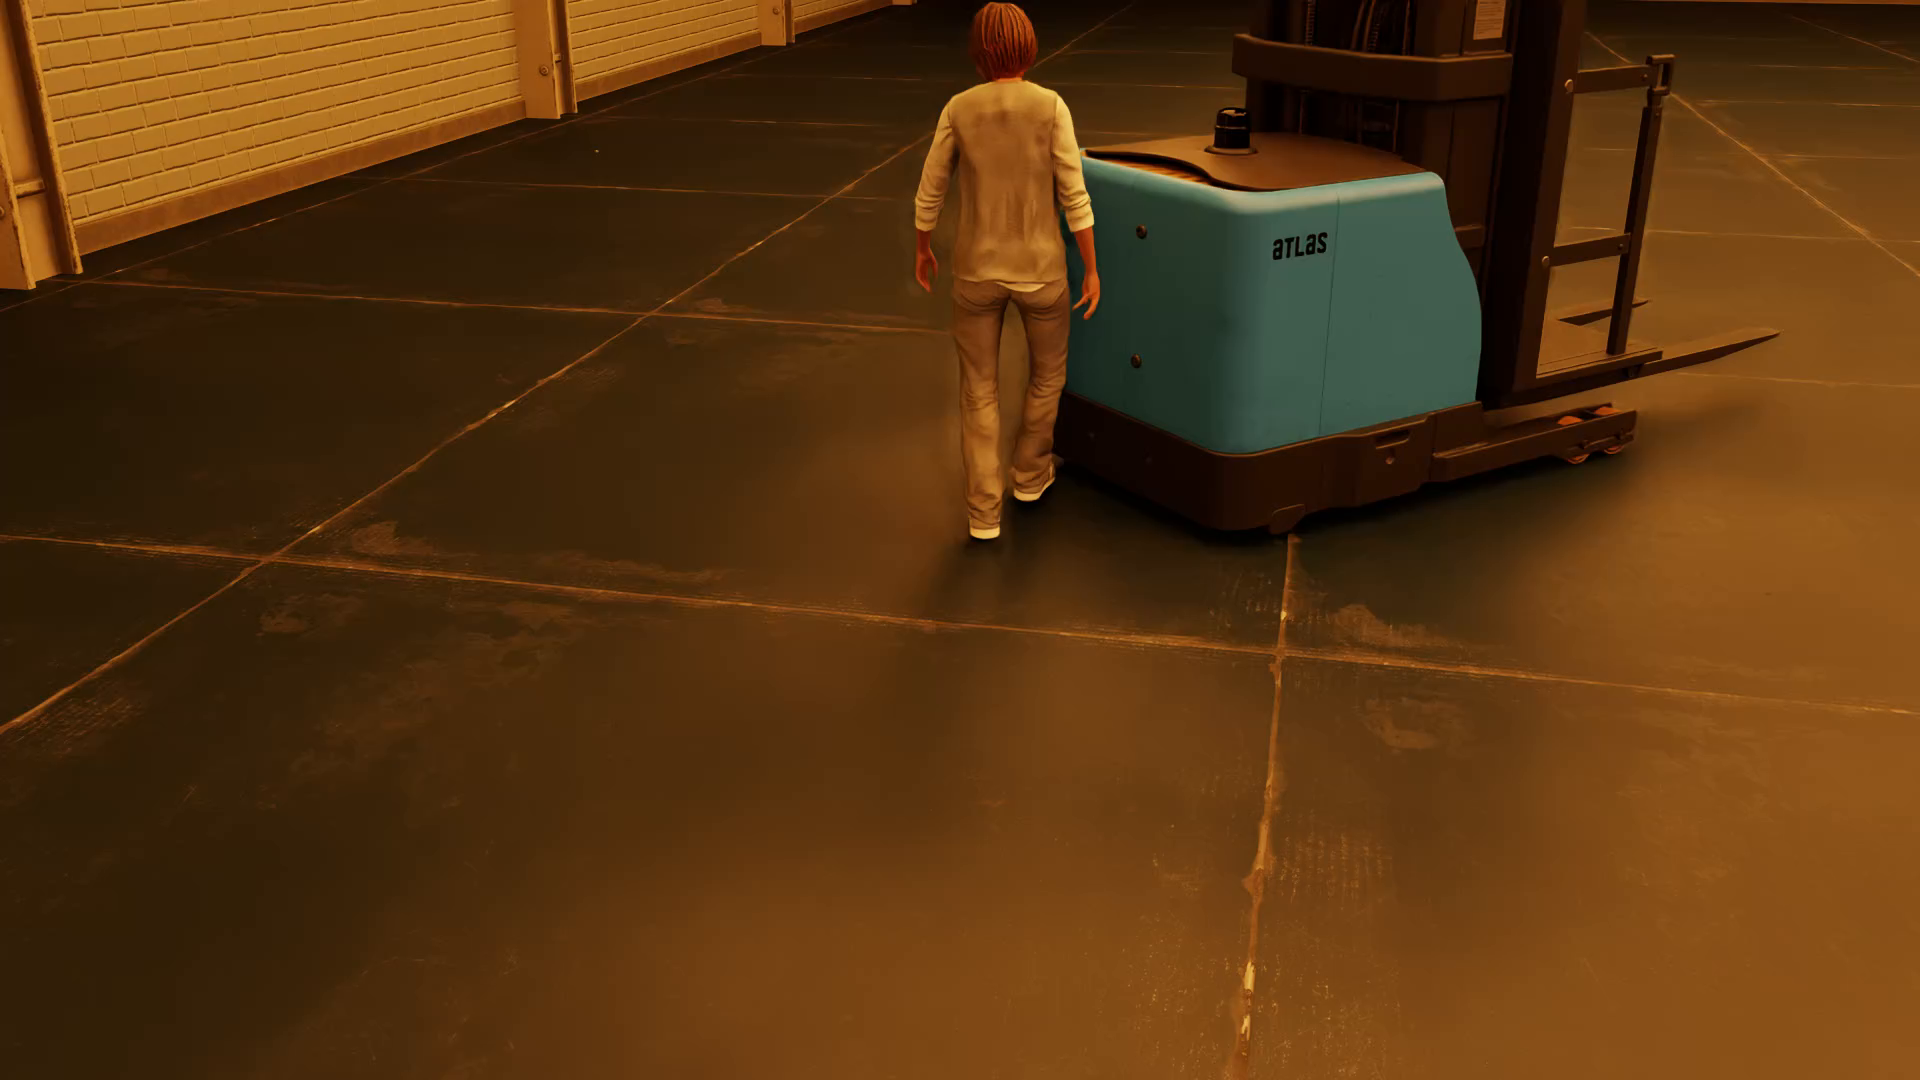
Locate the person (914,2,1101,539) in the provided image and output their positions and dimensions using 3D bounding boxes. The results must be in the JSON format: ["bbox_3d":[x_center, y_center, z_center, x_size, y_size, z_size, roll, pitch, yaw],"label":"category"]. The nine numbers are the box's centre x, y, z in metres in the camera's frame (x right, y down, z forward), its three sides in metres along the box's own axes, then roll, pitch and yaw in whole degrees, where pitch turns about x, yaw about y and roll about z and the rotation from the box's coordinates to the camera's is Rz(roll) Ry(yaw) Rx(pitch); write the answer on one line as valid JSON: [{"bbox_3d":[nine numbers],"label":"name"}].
[{"bbox_3d":[0.142,-0.822,5.086,0.576,1.575,0.628,2,22,4],"label":"person"}]

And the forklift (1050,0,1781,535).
[{"bbox_3d":[1.792,-1.776,5.621,3.031,2.935,1.130,-13,26,-30],"label":"forklift"}]
